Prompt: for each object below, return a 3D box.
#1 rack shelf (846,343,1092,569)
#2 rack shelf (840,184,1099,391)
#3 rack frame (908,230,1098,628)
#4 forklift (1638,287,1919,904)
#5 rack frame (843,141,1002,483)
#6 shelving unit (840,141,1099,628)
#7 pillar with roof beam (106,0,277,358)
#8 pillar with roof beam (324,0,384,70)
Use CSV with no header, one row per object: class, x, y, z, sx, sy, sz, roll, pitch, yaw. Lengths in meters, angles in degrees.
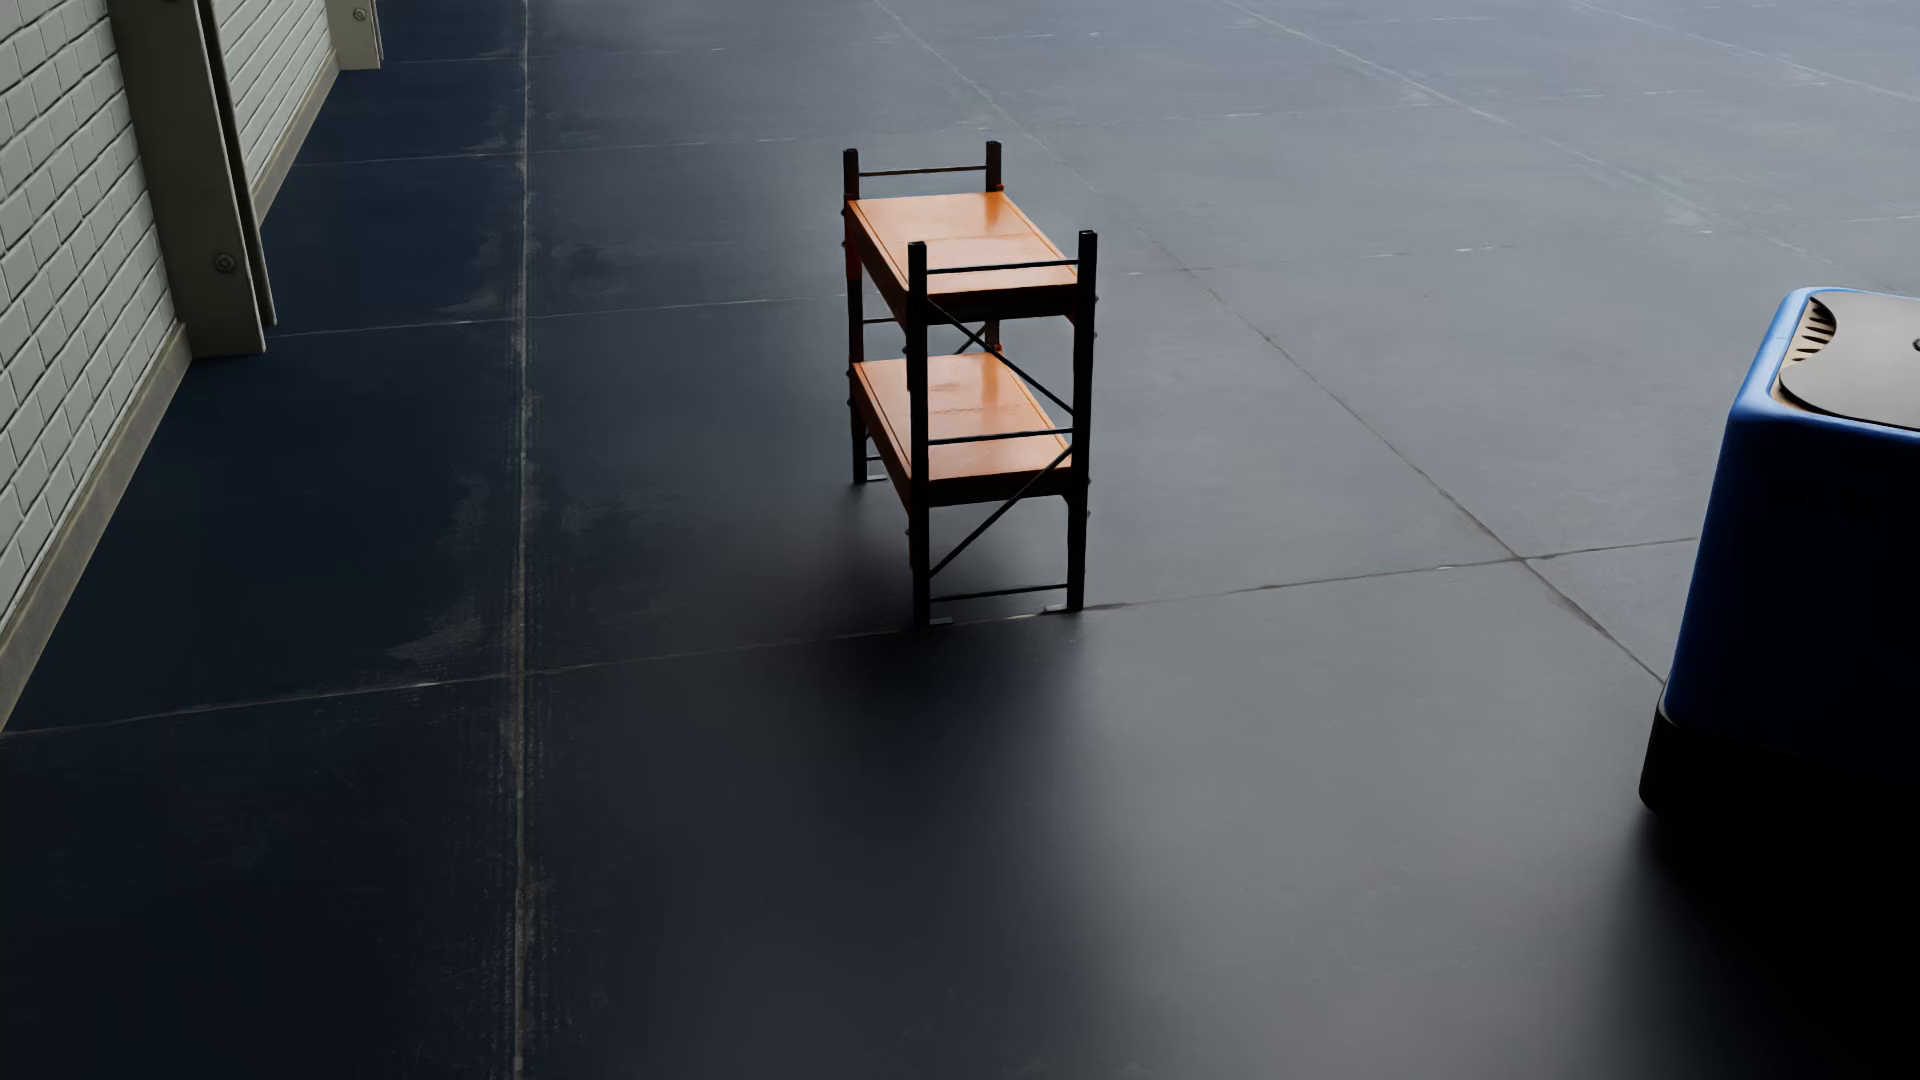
rack shelf,-0.002,-0.287,5.113,0.538,0.278,1.000,-6,27,-12
rack shelf,-0.002,-0.766,4.871,0.538,0.278,1.000,-6,27,-12
rack frame,0.113,-0.282,4.560,0.500,1.125,0.032,-6,27,-12
forklift,3.122,-0.474,2.935,3.031,2.935,1.130,15,30,27
rack frame,-0.116,-0.728,5.445,0.500,1.125,0.032,-6,27,-12
shelving unit,-0.002,-0.505,5.002,0.538,1.125,1.048,-6,27,-12
pillar with roof beam,1.170,-5.288,5.740,9.100,9.000,0.400,-6,27,-12
pillar with roof beam,-0.182,-7.922,10.958,9.100,9.000,0.400,-6,27,-12
